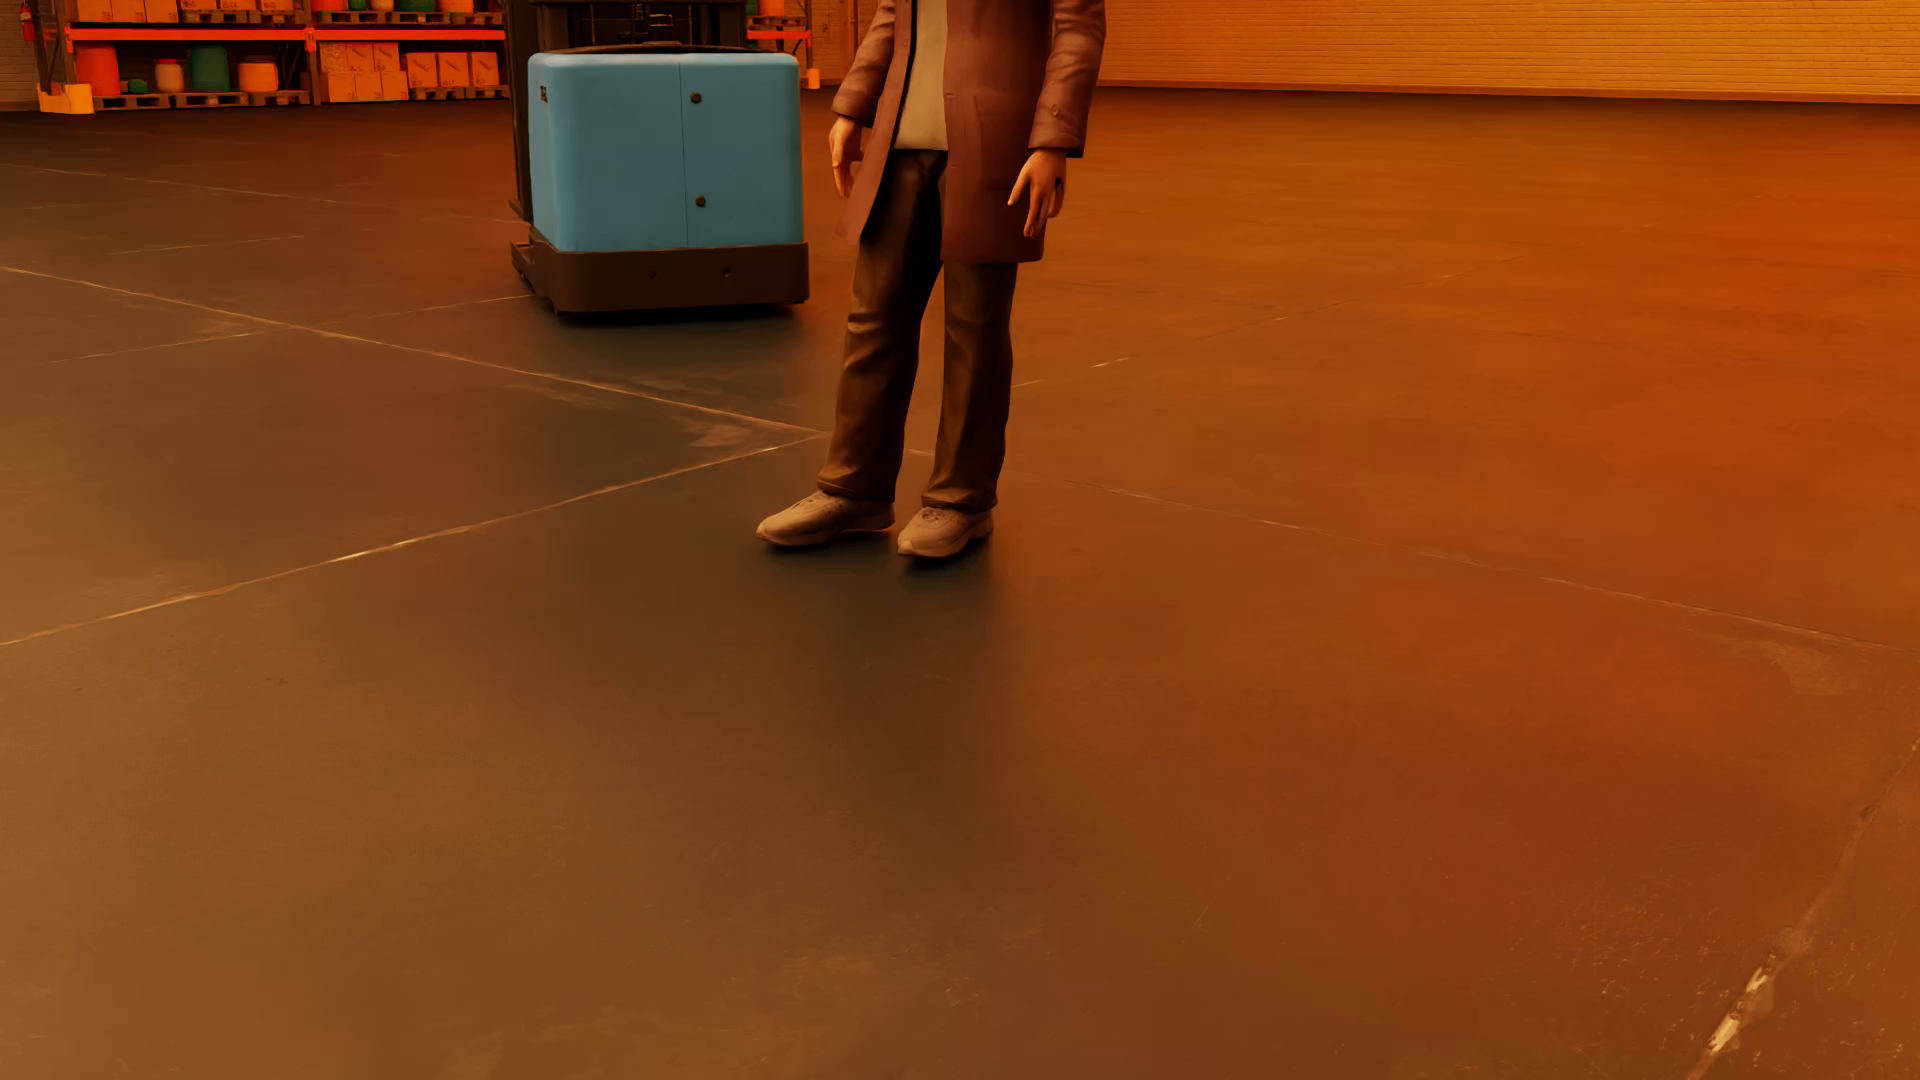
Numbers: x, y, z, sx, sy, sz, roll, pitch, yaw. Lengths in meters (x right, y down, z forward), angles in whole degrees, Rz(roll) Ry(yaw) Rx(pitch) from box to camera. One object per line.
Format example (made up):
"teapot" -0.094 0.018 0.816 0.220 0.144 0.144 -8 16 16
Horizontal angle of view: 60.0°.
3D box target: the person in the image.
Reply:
"person" -0.062 -0.838 3.618 0.696 1.776 0.582 13 21 37

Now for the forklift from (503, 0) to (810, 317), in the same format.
"forklift" -1.612 -2.710 7.821 1.130 2.935 3.031 -6 18 -19
